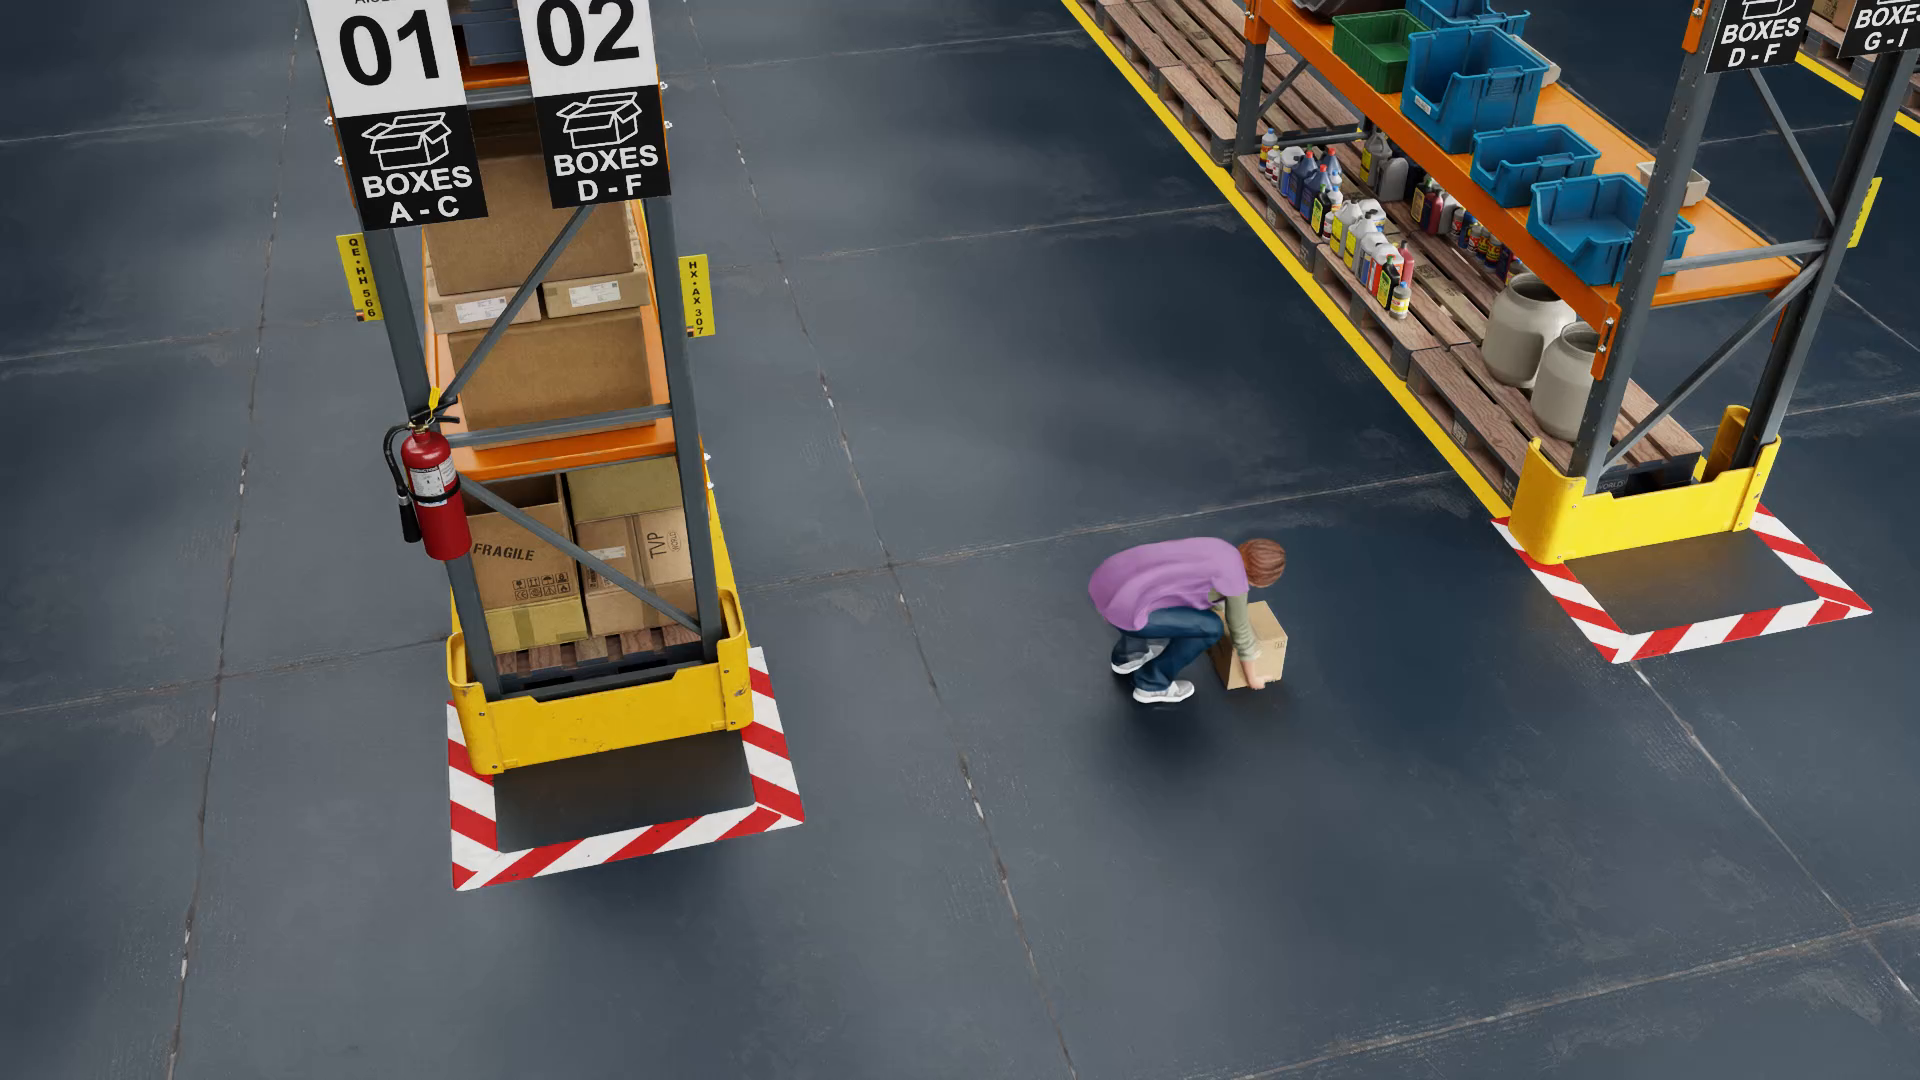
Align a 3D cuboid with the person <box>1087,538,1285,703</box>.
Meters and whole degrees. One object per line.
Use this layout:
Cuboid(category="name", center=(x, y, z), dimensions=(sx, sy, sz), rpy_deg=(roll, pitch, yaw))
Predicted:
Cuboid(category="person", center=(0.952, 0.312, 7.037), dimensions=(0.873, 0.759, 0.423), rpy_deg=(-11, 40, -13))
